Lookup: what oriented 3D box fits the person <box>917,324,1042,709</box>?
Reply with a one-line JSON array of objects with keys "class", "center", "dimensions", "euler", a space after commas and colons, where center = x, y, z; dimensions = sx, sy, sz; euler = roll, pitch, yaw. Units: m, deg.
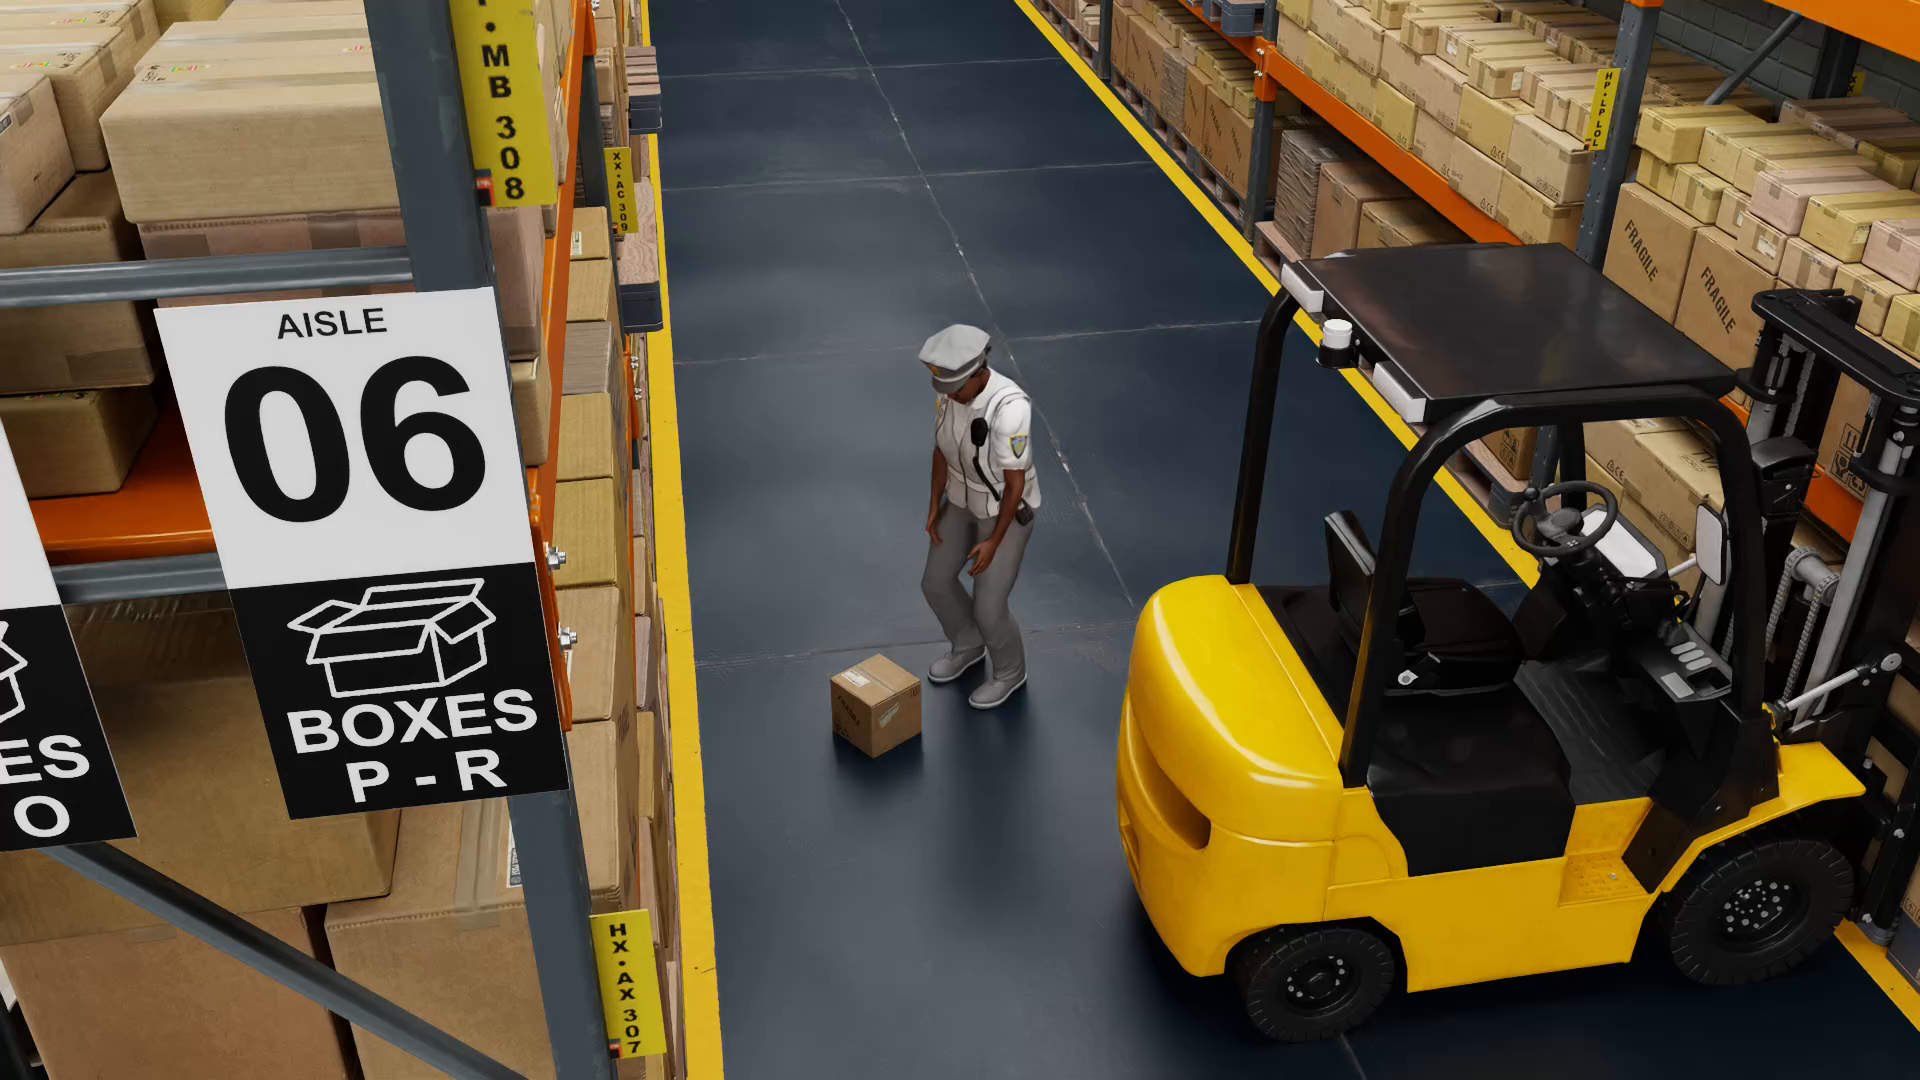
[{"class": "person", "center": [0.075, -0.084, 6.356], "dimensions": [0.500, 1.592, 0.469], "euler": [-24, 38, -34]}]
